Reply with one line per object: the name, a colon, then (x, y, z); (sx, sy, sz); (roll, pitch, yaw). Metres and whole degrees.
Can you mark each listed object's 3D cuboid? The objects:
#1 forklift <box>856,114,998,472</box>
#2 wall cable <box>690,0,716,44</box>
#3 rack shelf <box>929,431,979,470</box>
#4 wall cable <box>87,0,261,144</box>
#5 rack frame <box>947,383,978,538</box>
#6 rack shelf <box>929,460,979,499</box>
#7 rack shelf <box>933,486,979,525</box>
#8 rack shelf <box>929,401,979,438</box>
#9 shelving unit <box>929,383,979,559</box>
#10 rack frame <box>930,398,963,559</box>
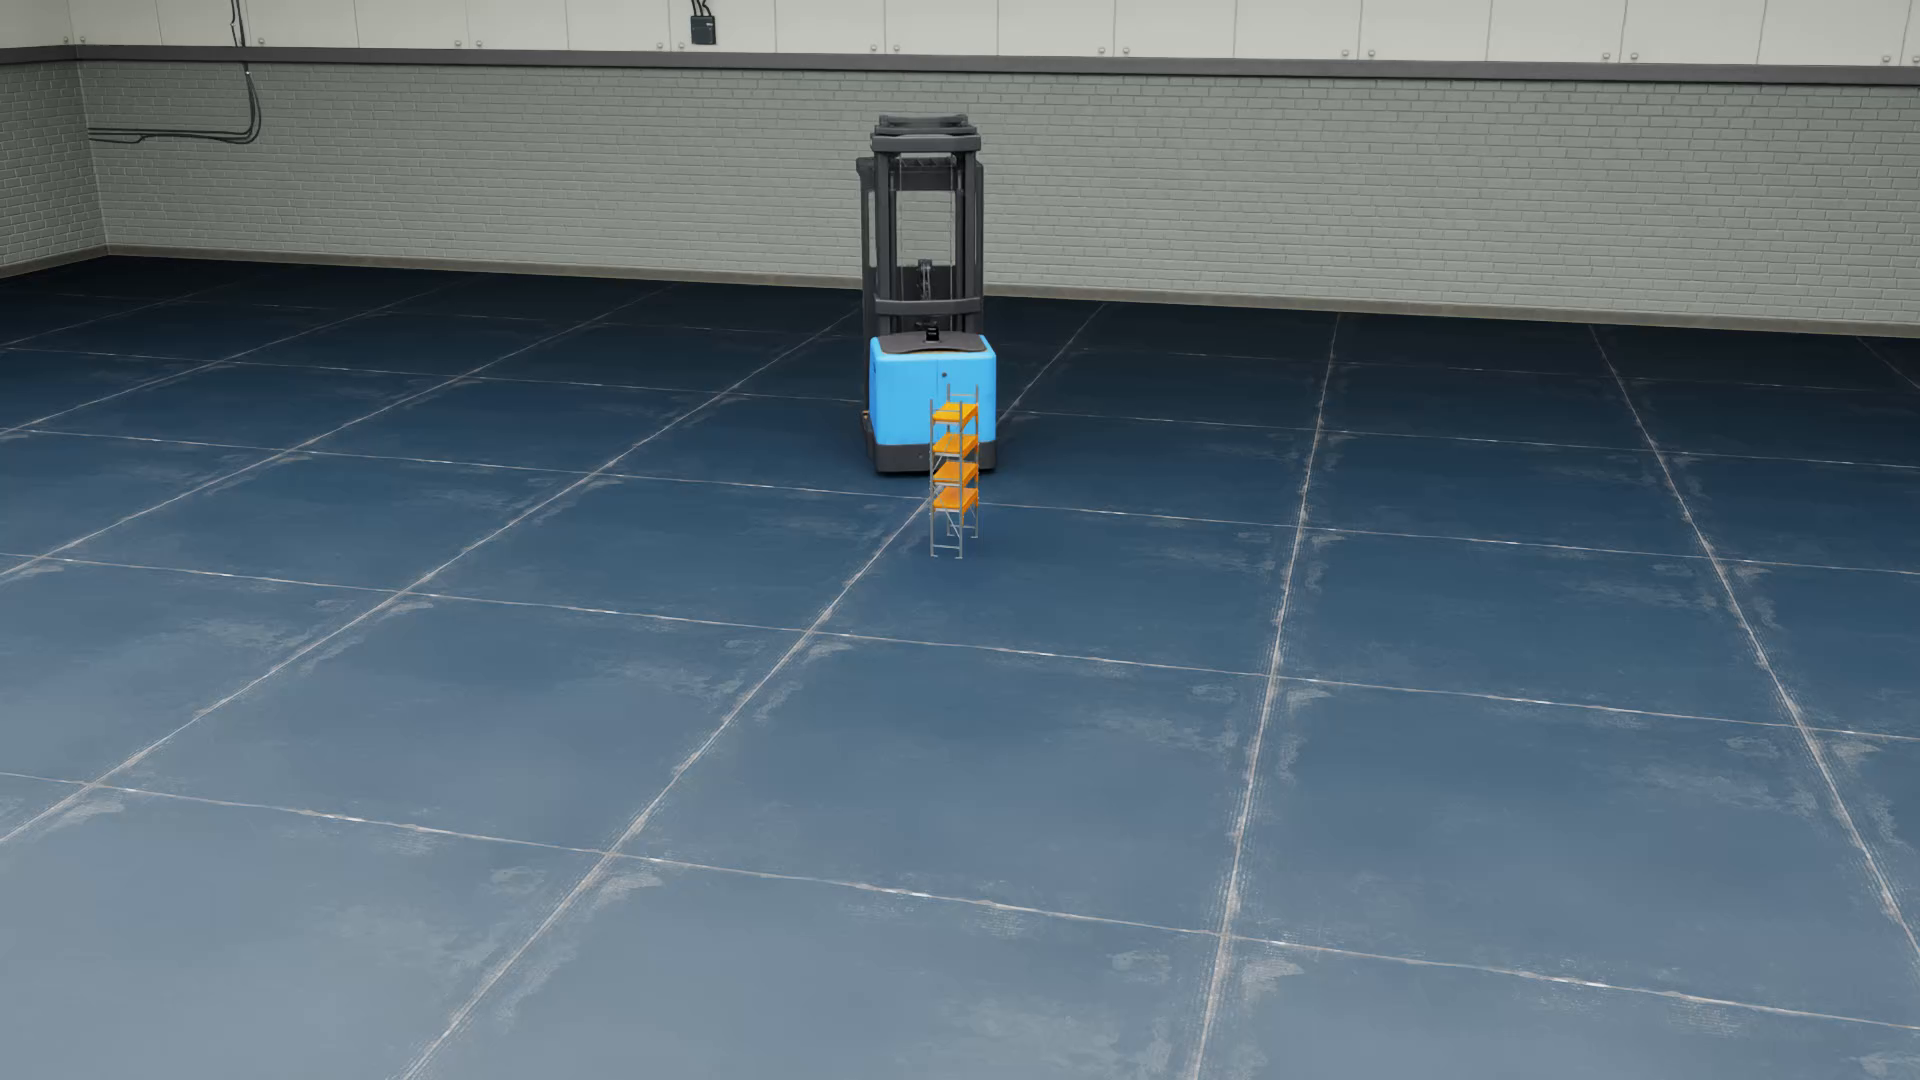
forklift: (-0.362, -2.398, 15.172); (1.130, 2.935, 3.031); (-2, 19, -6)
wall cable: (-2.443, -9.361, 20.911); (2.305, 6.003, 0.169); (5, 19, 13)
rack shelf: (-0.040, -0.664, 12.291); (0.258, 0.148, 0.480); (5, 19, 13)
wall cable: (-11.645, -7.037, 24.172); (3.097, 2.526, 0.112); (5, 19, 13)
rack frame: (0.019, -0.592, 12.566); (0.240, 1.200, 0.015); (5, 19, 13)
rack shelf: (-0.040, -0.452, 12.363); (0.258, 0.148, 0.480); (5, 19, 13)
rack shelf: (-0.040, -0.264, 12.428); (0.258, 0.148, 0.480); (5, 19, 13)
rack shelf: (-0.040, -0.888, 12.215); (0.258, 0.148, 0.480); (5, 19, 13)
shelving unit: (-0.040, -0.516, 12.342); (0.258, 1.200, 0.503); (5, 19, 13)
rack frame: (-0.100, -0.439, 12.118); (0.240, 1.200, 0.015); (5, 19, 13)
